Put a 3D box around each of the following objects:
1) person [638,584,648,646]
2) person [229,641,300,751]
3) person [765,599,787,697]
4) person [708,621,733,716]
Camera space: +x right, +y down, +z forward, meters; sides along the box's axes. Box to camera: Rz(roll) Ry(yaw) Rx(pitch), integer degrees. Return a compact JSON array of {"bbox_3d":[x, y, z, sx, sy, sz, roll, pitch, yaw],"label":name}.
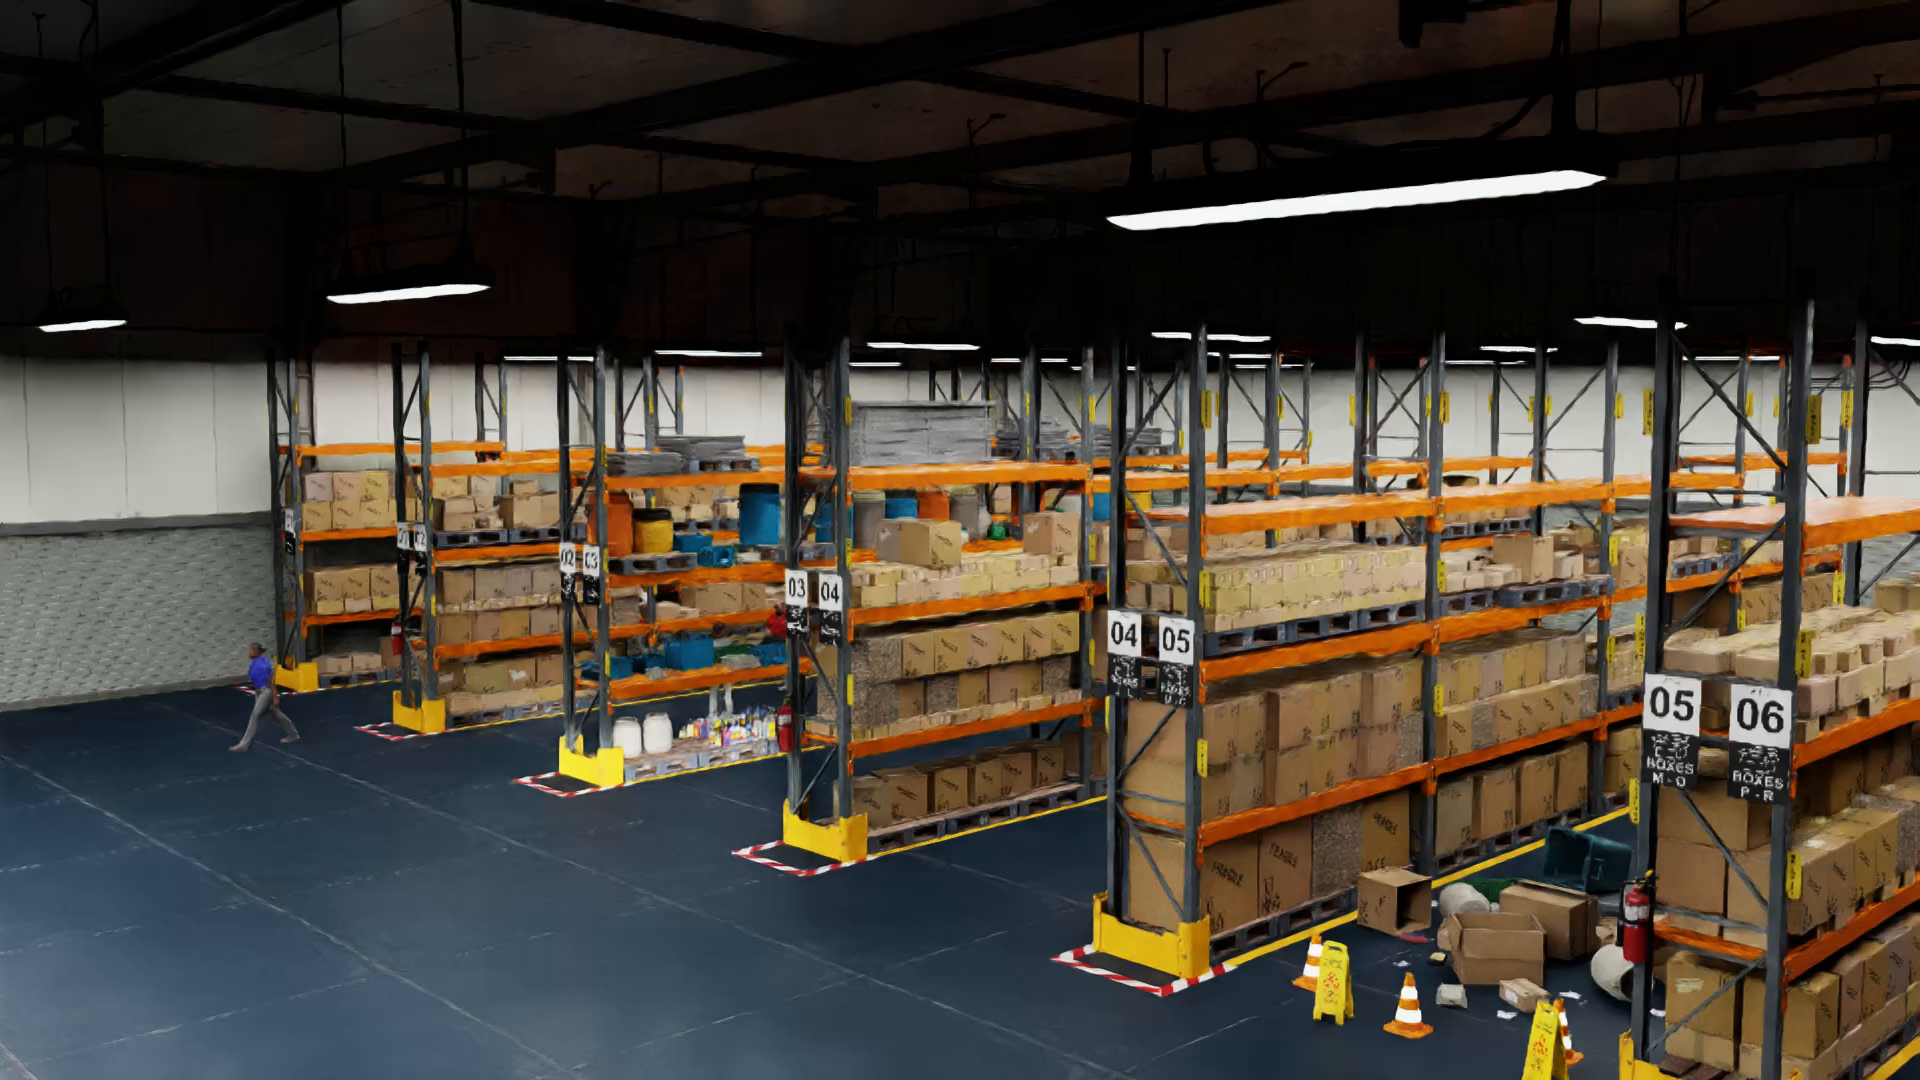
[{"bbox_3d":[-6.184,1.547,32.270,0.448,1.622,0.996,4,6,38],"label":"person"},{"bbox_3d":[-10.227,2.256,24.360,1.088,1.574,0.447,-4,7,-41],"label":"person"},{"bbox_3d":[-3.011,1.839,28.775,0.701,1.662,0.852,3,6,30],"label":"person"},{"bbox_3d":[-3.753,2.084,25.838,0.487,1.672,0.477,-1,5,-13],"label":"person"}]
